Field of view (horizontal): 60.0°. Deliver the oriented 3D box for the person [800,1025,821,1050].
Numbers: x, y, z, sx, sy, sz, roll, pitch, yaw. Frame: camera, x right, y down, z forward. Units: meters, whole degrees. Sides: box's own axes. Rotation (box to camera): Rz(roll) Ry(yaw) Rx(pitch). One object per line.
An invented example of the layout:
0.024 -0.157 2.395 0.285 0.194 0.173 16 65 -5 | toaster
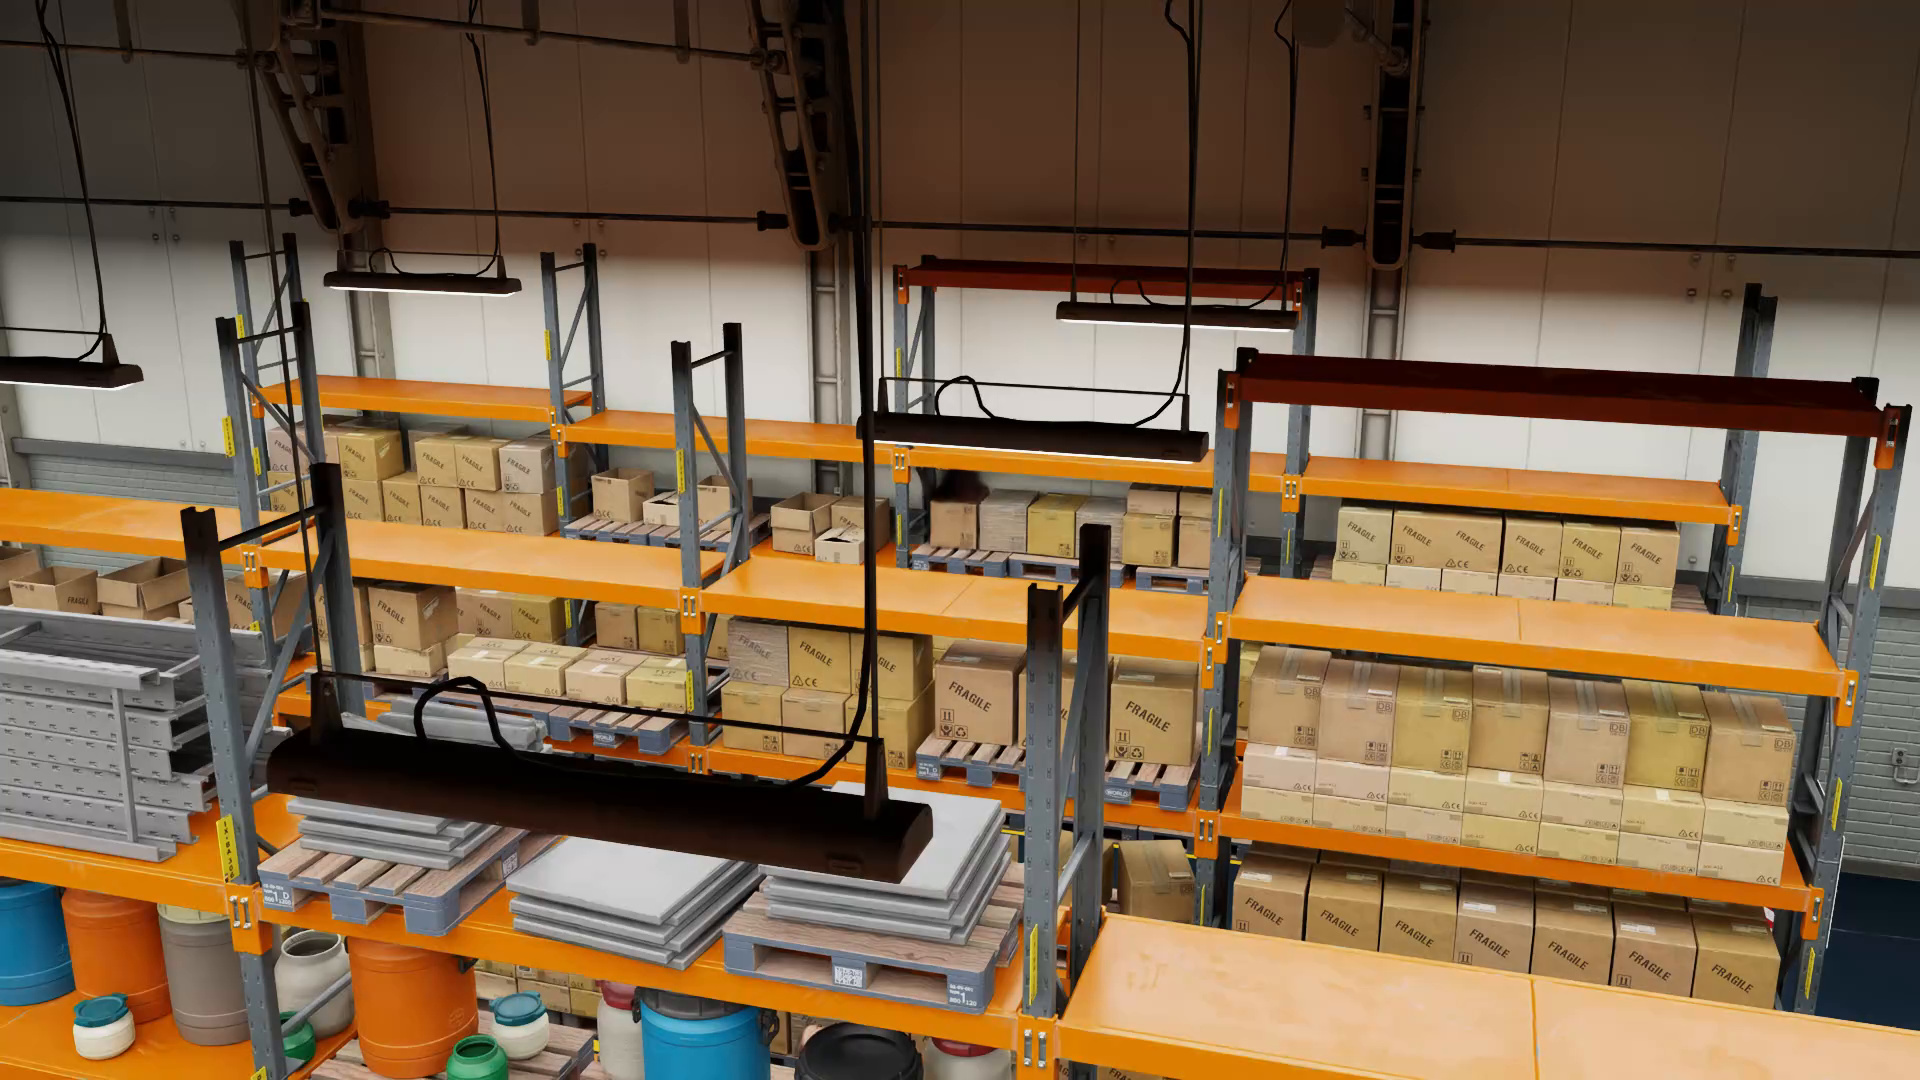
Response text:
-1.017 4.093 11.356 0.995 1.695 0.571 4 17 14 | person
